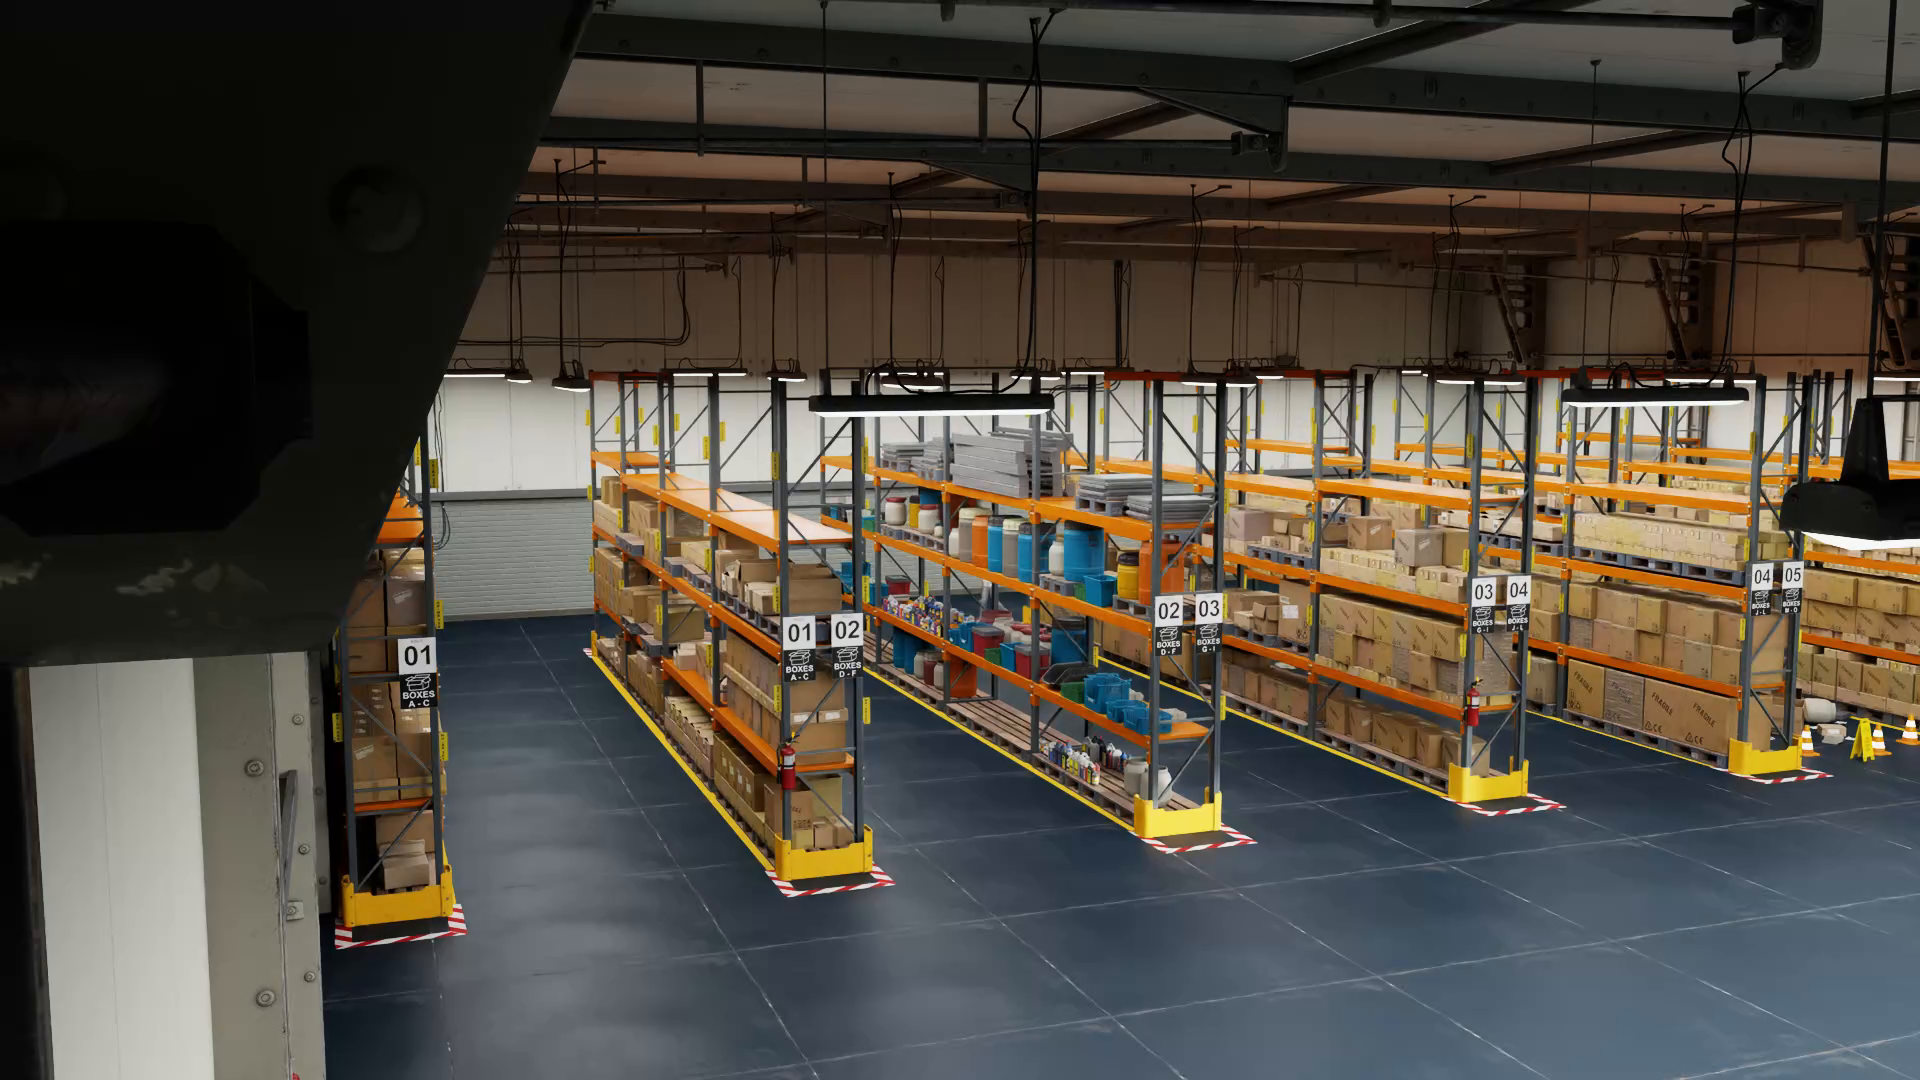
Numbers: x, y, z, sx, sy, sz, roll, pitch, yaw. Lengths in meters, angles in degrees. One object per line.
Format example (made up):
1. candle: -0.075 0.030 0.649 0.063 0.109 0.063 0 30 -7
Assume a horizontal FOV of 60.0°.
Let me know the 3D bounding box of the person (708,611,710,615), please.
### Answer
1. person: -5.633 1.058 39.413 0.691 1.746 0.616 2 7 18

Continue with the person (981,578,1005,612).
1. person: 0.731 1.108 39.333 0.469 1.665 0.852 5 8 37

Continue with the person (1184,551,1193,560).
1. person: 5.503 0.971 40.971 0.436 1.557 0.451 -4 7 -30

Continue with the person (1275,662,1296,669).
1. person: 6.658 1.708 33.586 0.502 1.783 0.626 -1 6 -7
